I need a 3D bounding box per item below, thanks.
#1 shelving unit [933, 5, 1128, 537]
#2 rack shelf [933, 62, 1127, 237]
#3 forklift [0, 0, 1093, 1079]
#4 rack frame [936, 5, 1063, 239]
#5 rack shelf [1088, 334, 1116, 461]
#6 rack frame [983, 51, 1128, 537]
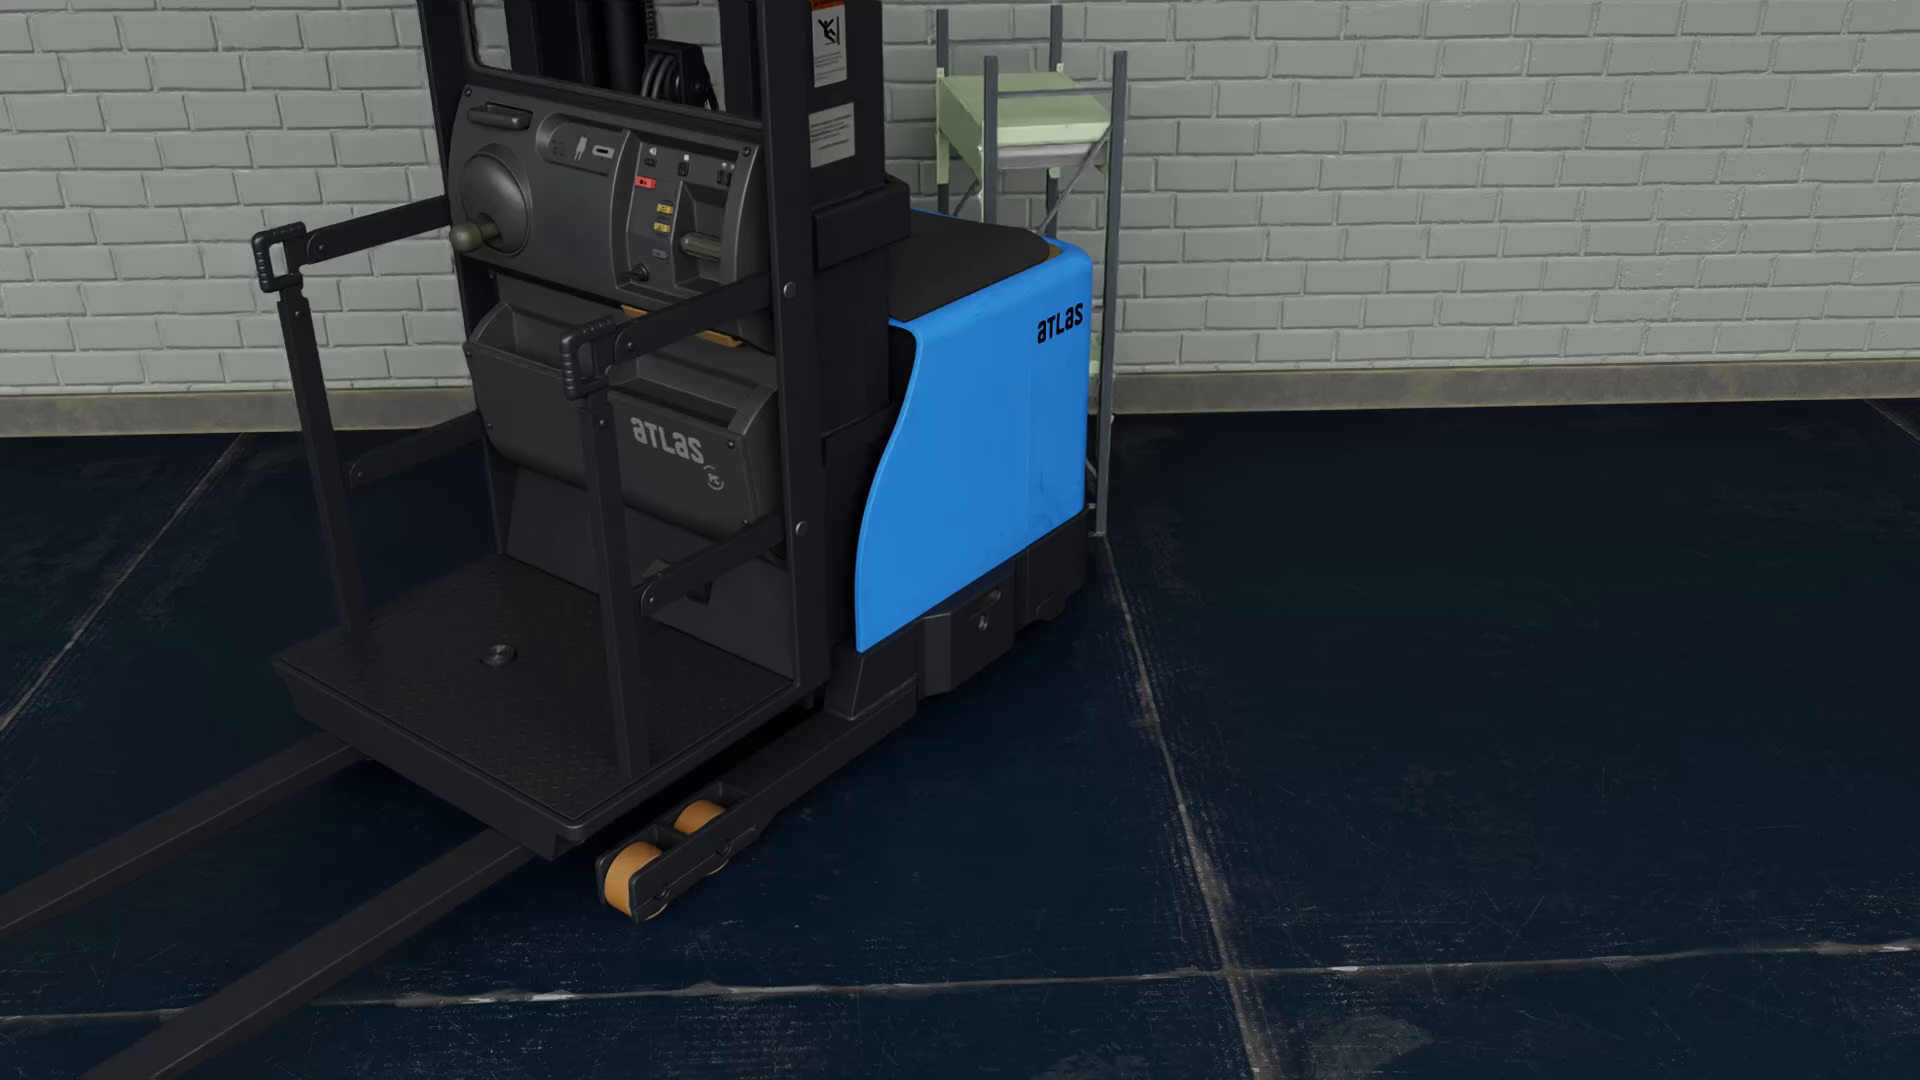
[{"bbox_3d":[0.194,-0.834,5.227,0.431,1.500,0.755,-5,28,-10],"label":"shelving unit"},{"bbox_3d":[0.194,-1.180,5.046,0.431,0.370,0.720,-5,28,-10],"label":"rack shelf"},{"bbox_3d":[-0.922,-0.724,3.470,1.130,2.935,3.031,19,33,33],"label":"forklift"},{"bbox_3d":[0.125,-1.000,5.545,0.400,1.500,0.023,-5,28,-10],"label":"rack frame"},{"bbox_3d":[0.194,-0.545,5.377,0.431,0.370,0.720,-5,28,-10],"label":"rack shelf"},{"bbox_3d":[0.264,-0.668,4.908,0.400,1.500,0.023,-5,28,-10],"label":"rack frame"}]
